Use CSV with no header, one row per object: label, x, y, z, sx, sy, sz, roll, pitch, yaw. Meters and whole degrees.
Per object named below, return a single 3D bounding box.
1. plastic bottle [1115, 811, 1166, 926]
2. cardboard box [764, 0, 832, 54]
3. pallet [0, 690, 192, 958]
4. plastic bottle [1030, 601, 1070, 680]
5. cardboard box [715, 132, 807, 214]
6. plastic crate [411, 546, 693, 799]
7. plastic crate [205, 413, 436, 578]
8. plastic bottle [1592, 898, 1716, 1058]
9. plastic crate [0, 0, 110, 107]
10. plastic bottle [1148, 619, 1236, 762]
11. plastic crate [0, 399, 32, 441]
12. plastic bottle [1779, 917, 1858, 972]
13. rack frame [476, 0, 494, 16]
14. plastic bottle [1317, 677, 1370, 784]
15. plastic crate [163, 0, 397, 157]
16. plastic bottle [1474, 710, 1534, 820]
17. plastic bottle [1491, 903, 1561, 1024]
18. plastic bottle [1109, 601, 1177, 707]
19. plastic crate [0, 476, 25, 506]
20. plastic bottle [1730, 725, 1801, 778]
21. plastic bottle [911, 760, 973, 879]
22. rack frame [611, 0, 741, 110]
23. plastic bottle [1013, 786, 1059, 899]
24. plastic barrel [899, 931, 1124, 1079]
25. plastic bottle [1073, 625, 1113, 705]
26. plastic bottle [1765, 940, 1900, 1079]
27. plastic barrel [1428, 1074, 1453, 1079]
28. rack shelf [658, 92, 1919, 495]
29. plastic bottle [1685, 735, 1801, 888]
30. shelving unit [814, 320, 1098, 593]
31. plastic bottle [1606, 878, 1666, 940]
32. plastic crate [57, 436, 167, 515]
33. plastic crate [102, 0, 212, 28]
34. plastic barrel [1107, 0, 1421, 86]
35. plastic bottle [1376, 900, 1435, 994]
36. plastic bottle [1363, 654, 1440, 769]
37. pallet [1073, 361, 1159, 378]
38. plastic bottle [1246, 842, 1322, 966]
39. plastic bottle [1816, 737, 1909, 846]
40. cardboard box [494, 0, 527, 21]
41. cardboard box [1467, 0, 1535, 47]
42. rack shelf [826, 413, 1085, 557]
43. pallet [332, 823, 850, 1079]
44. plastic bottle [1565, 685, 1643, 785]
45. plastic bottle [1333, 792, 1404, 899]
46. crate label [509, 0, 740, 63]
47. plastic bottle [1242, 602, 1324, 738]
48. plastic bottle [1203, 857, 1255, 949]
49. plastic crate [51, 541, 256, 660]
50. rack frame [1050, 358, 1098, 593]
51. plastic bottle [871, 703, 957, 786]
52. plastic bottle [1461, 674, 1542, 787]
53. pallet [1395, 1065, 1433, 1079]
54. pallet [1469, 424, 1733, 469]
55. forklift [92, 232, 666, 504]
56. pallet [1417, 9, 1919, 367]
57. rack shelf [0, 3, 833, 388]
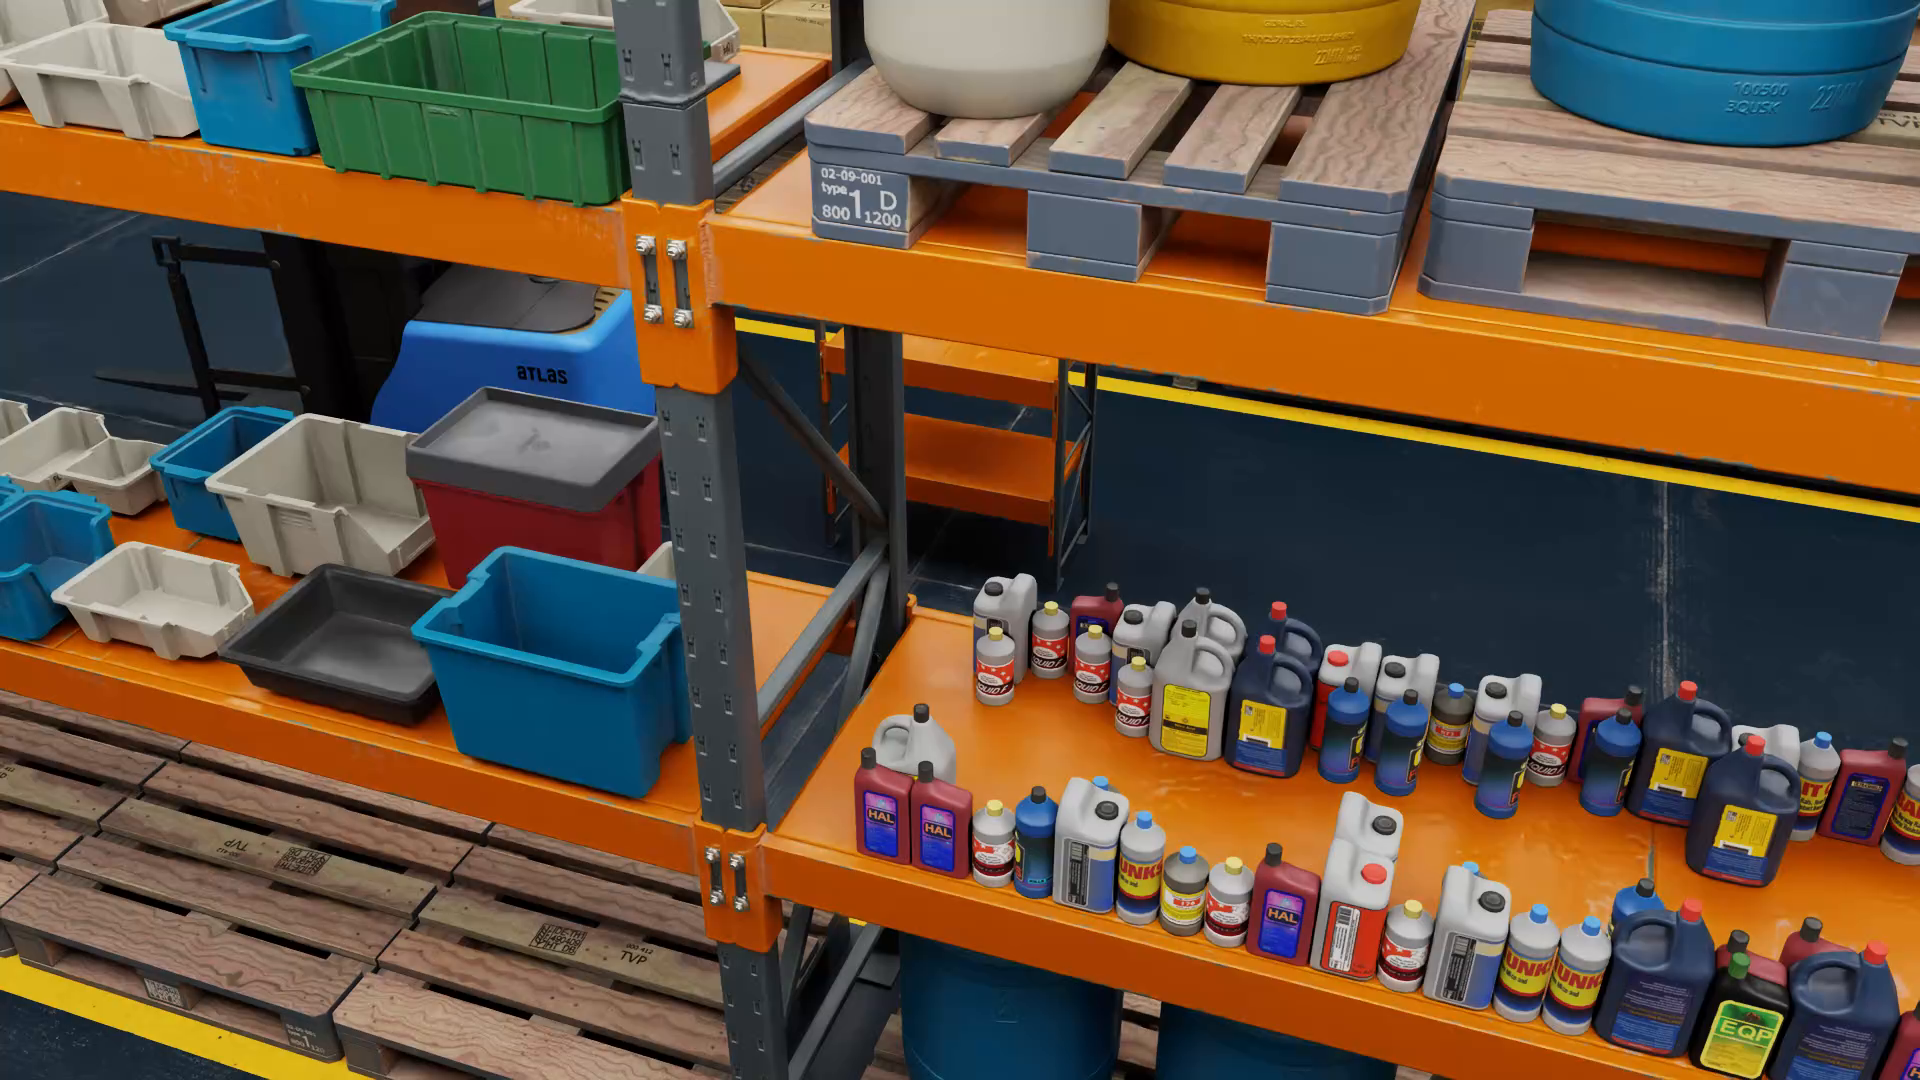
plastic bottle,0.385,0.688,3.537,0.097,0.271,0.097,0,33,0
cardboard box,-0.644,-2.566,8.323,0.500,0.250,0.500,10,34,16
pallet,-3.369,0.863,5.719,1.213,0.211,1.003,11,34,16
plastic bottle,0.232,0.250,4.280,0.097,0.201,0.097,0,33,0
cardboard box,-0.975,-2.049,9.230,0.875,0.875,0.875,11,34,16
plastic crate,-0.921,0.323,3.944,0.575,0.384,0.392,11,34,16
plastic crate,-1.742,-0.096,4.688,0.530,0.282,0.437,11,34,16
plastic bottle,1.363,0.831,3.242,0.185,0.351,0.144,11,34,16
plastic crate,-2.150,-1.127,3.573,0.530,0.282,0.437,11,34,16
plastic bottle,0.561,0.348,3.991,0.185,0.351,0.144,11,34,16
plastic crate,-3.035,-0.277,5.101,0.243,0.136,0.396,11,34,16
plastic bottle,1.673,0.861,3.259,0.133,0.283,0.061,11,34,16
rack frame,-2.461,-3.008,9.144,0.127,3.000,1.000,11,34,16
plastic bottle,0.908,0.440,3.922,0.097,0.271,0.097,0,33,0
plastic crate,-1.331,-0.941,3.331,0.300,0.233,0.416,11,34,16
plastic bottle,1.253,0.507,3.818,0.097,0.271,0.097,0,33,0
plastic bottle,1.131,0.833,3.313,0.097,0.271,0.097,0,33,0
plastic bottle,0.458,0.279,4.167,0.135,0.276,0.152,11,34,16
plastic crate,-2.771,0.020,4.553,0.300,0.233,0.416,11,34,16
plastic bottle,1.795,0.539,3.765,0.135,0.276,0.152,11,34,16
plastic bottle,-0.040,0.611,3.646,0.133,0.283,0.061,11,34,16
rack frame,-0.366,-2.268,2.466,0.127,3.000,1.000,11,34,16
plastic bottle,0.167,0.646,3.603,0.097,0.271,0.097,0,33,0
plastic barrel,0.140,1.066,4.381,0.708,0.901,0.600,11,34,16
plastic bottle,0.337,0.306,4.194,0.097,0.201,0.097,0,33,0
plastic bottle,1.663,0.890,3.152,0.185,0.351,0.144,11,34,16
plastic barrel,1.308,1.508,4.055,0.421,0.512,0.421,0,33,0
rack shelf,1.516,-0.339,2.908,4.000,0.370,1.077,11,34,16
plastic bottle,1.722,0.578,3.634,0.185,0.351,0.144,11,34,16
shelving unit,-0.006,-0.474,6.947,1.048,1.125,0.538,11,34,16
plastic bottle,1.363,0.795,3.372,0.097,0.271,0.097,0,33,0
plastic crate,-2.480,-0.193,4.972,0.250,0.136,0.298,11,34,16
plastic crate,-2.103,-1.377,4.095,0.530,0.136,0.437,11,34,16
plastic barrel,0.561,-1.200,3.017,0.600,0.588,0.600,0,33,0
plastic bottle,0.912,0.820,3.398,0.097,0.201,0.097,0,33,0
plastic bottle,1.059,0.396,3.986,0.135,0.276,0.152,11,34,16
pallet,0.615,-1.284,9.044,1.213,0.211,1.003,11,34,16
plastic bottle,0.671,0.749,3.432,0.133,0.283,0.061,11,34,16
plastic bottle,2.028,0.555,3.733,0.133,0.283,0.061,11,34,16
cardboard box,-2.100,-2.845,8.755,0.500,0.250,0.500,10,34,15
cardboard box,2.551,-2.496,7.333,0.637,0.503,0.797,11,35,17
rack shelf,-0.006,-0.268,7.079,1.000,0.278,0.538,11,34,16
pallet,-1.072,1.309,5.027,1.213,0.211,1.003,11,34,16
plastic bottle,1.510,0.454,3.889,0.133,0.283,0.061,11,34,16
plastic bottle,0.864,0.676,3.552,0.135,0.276,0.152,11,34,16
crate label,-0.730,-1.134,3.718,0.466,0.136,0.293,11,34,16
plastic bottle,0.783,0.308,4.053,0.185,0.351,0.144,11,34,16
plastic bottle,0.568,0.753,3.501,0.097,0.201,0.097,0,33,0
plastic crate,-2.107,0.173,4.404,0.466,0.136,0.293,11,34,16
rack frame,0.472,-0.381,6.803,0.032,1.125,0.500,11,34,16
plastic bottle,-0.106,0.511,3.739,0.185,0.351,0.144,11,34,16
plastic bottle,1.277,0.438,3.921,0.135,0.276,0.152,11,34,16
pallet,1.498,1.809,4.254,1.213,0.211,1.003,11,34,16
pallet,3.209,-0.780,8.263,1.213,0.211,1.003,11,34,16
forklift,-2.798,-1.528,6.914,3.031,2.935,1.130,7,33,10
pallet,1.473,-0.629,2.867,1.213,0.211,1.003,11,34,16
rack shelf,-2.249,-1.071,4.042,4.000,0.370,1.077,11,34,16
